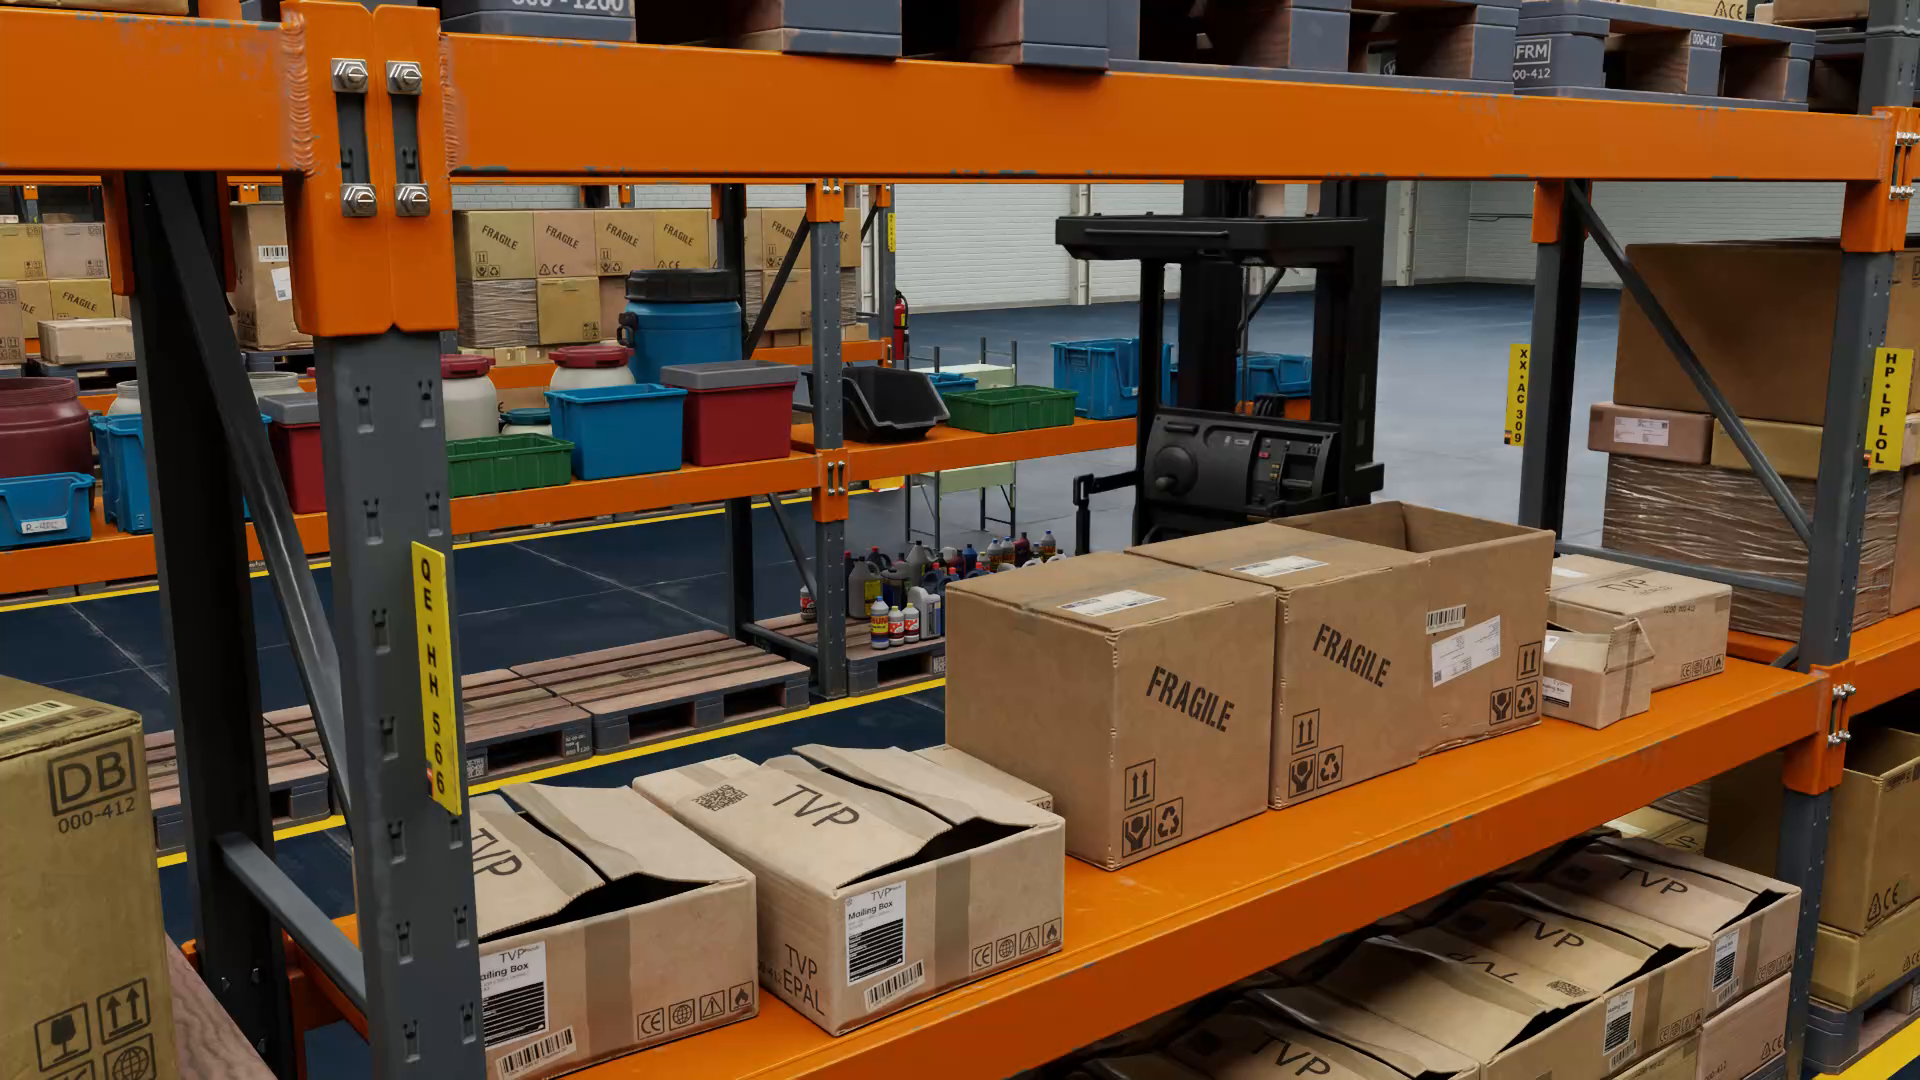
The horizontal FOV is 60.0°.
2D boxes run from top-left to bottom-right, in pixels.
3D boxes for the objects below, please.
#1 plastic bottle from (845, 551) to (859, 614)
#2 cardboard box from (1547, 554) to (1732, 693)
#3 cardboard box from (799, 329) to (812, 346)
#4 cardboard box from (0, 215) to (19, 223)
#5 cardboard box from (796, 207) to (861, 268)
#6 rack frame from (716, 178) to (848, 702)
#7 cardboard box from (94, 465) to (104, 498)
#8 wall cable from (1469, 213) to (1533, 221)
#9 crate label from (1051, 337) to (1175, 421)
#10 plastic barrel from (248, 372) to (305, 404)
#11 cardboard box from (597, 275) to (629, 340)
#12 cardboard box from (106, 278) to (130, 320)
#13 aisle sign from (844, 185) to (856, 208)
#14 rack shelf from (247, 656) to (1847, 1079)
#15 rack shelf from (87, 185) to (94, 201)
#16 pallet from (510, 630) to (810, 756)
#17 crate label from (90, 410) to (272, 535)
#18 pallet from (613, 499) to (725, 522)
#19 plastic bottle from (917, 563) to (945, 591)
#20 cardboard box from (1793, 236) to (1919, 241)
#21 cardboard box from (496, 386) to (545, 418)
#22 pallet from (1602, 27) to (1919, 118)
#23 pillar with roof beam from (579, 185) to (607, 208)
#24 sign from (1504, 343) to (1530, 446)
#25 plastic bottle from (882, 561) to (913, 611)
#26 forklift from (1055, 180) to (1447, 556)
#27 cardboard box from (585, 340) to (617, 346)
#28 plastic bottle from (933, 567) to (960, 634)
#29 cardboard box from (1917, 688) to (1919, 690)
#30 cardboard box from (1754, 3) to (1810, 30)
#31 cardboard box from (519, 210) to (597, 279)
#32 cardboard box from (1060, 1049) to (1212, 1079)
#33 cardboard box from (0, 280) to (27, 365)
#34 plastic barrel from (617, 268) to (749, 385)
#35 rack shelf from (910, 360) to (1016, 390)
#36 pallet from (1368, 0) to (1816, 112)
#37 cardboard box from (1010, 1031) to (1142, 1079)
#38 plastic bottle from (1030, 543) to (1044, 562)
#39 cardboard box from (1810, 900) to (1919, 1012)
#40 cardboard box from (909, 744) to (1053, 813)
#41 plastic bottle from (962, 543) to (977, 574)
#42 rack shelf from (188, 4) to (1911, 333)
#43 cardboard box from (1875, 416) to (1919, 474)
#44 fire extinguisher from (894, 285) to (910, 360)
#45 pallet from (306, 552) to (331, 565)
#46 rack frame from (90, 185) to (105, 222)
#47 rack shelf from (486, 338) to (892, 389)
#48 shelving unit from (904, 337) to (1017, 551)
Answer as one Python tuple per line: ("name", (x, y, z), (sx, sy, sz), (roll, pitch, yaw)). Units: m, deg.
("plastic bottle", (-0.629, 0.236, 9.612), (0.185, 0.351, 0.144), (-10, 16, -39))
("cardboard box", (1.783, 0.234, 4.665), (0.500, 0.250, 0.500), (-8, 15, -34))
("cardboard box", (-1.374, -1.770, 14.347), (0.250, 0.149, 0.380), (-9, 15, -38))
("cardboard box", (-10.986, -3.654, 19.084), (0.250, 0.149, 0.380), (-10, 16, -39))
("cardboard box", (-1.197, -2.608, 14.327), (0.500, 0.500, 0.500), (-9, 15, -38))
("rack frame", (-0.951, -0.714, 8.769), (0.127, 3.000, 1.000), (-9, 15, -38))
("cardboard box", (-5.795, -0.230, 11.447), (0.500, 0.500, 0.700), (-8, 14, -33))
("wall cable", (15.229, -9.980, 45.441), (0.112, 2.526, 3.097), (-9, 15, -38))
("crate label", (0.904, -0.968, 9.879), (0.616, 0.435, 0.502), (-9, 15, -38))
("plastic barrel", (-3.076, -0.472, 7.363), (0.421, 0.512, 0.421), (0, 12, 0))
("cardboard box", (-2.916, -1.900, 13.400), (0.500, 0.500, 0.875), (-9, 15, -38))
("cardboard box", (-7.700, -2.207, 15.561), (0.500, 0.500, 0.500), (-10, 15, -38))
("aisle sign", (-1.061, -3.365, 14.994), (0.004, 0.787, 0.394), (-9, 15, -38))
("rack shelf", (0.578, 0.701, 3.836), (4.000, 0.370, 1.077), (-9, 15, -38))
("rack shelf", (-11.798, -3.980, 18.663), (4.000, 0.370, 1.077), (-9, 15, -38))
("pallet", (-1.540, 0.758, 8.549), (1.213, 0.211, 1.003), (-9, 15, -38))
("crate label", (-3.130, -0.297, 6.722), (0.616, 0.435, 0.502), (-9, 15, -38))
("pallet", (-2.590, -0.405, 14.029), (1.213, 0.211, 1.003), (-9, 15, -38))
("plastic bottle", (-0.152, 0.306, 9.285), (0.185, 0.351, 0.144), (-9, 15, -38))
("cardboard box", (3.268, -0.783, 5.730), (0.500, 0.500, 0.700), (-9, 15, -38))
("cardboard box", (-5.116, -1.807, 18.020), (0.875, 0.875, 0.875), (-10, 15, -39))
("pallet", (2.790, -1.449, 5.222), (1.213, 0.211, 1.003), (-9, 15, -38))
("pillar with roof beam", (-3.949, -7.519, 26.374), (0.400, 9.000, 9.100), (-9, 15, -38))
("sign", (1.792, -0.462, 5.308), (0.005, 0.325, 0.100), (-9, 15, -38))
("plastic bottle", (-0.366, 0.269, 9.640), (0.135, 0.276, 0.152), (-9, 15, -38))
("forklift", (1.099, -0.366, 7.295), (1.130, 2.935, 3.031), (10, 16, 40))
("cardboard box", (-2.898, -1.500, 13.078), (0.250, 0.149, 0.380), (-9, 15, -38))
("plastic bottle", (-0.062, 0.329, 9.175), (0.185, 0.351, 0.144), (-9, 15, -36))
("cardboard box", (3.479, 0.724, 5.803), (0.500, 0.500, 0.500), (-9, 15, -38))
("cardboard box", (2.911, -1.729, 5.586), (0.250, 0.149, 0.380), (-9, 15, -38))
("cardboard box", (-3.146, -2.283, 12.795), (0.500, 0.500, 0.500), (-9, 15, -38))
("cardboard box", (0.414, 1.319, 3.456), (0.500, 0.311, 0.500), (-10, 16, -39))
("cardboard box", (-6.399, -1.418, 10.832), (0.500, 0.500, 0.700), (-7, 14, -29))
("plastic barrel", (-1.442, -0.958, 8.713), (0.708, 0.901, 0.600), (-9, 15, -38))
("rack shelf", (0.005, -1.116, 12.396), (0.720, 0.370, 0.431), (-9, 15, -38))
("pallet", (1.460, -1.167, 4.143), (1.217, 0.209, 0.805), (-10, 16, -40))
("cardboard box", (0.070, 1.233, 3.860), (0.500, 0.311, 0.500), (-10, 15, -38))
("plastic bottle", (0.481, 0.119, 10.525), (0.097, 0.201, 0.097), (0, 12, 0))
("cardboard box", (2.692, 1.219, 5.277), (0.500, 0.250, 0.500), (-9, 15, -38))
("cardboard box", (-0.023, 0.557, 3.388), (0.250, 0.149, 0.380), (-8, 14, -34))
("plastic bottle", (0.058, 0.155, 10.187), (0.097, 0.271, 0.097), (0, 12, 0))
("rack shelf", (0.578, -0.766, 3.525), (4.000, 0.370, 1.077), (-9, 15, -38))
("cardboard box", (2.667, -0.312, 5.076), (0.250, 0.149, 0.380), (-9, 15, -37))
("fire extinguisher", (-0.545, -1.939, 14.723), (0.183, 0.674, 0.296), (-9, 15, -38))
("pallet", (-4.653, -0.052, 12.365), (1.213, 0.211, 1.003), (-9, 15, -38))
("rack frame", (-10.236, -3.125, 20.122), (0.127, 3.000, 1.000), (-9, 15, -38))
("rack shelf", (-2.484, -1.425, 13.849), (4.000, 0.370, 1.077), (-9, 15, -38))
("shelving unit", (0.005, -0.735, 12.477), (0.755, 1.500, 0.431), (-9, 15, -38))
